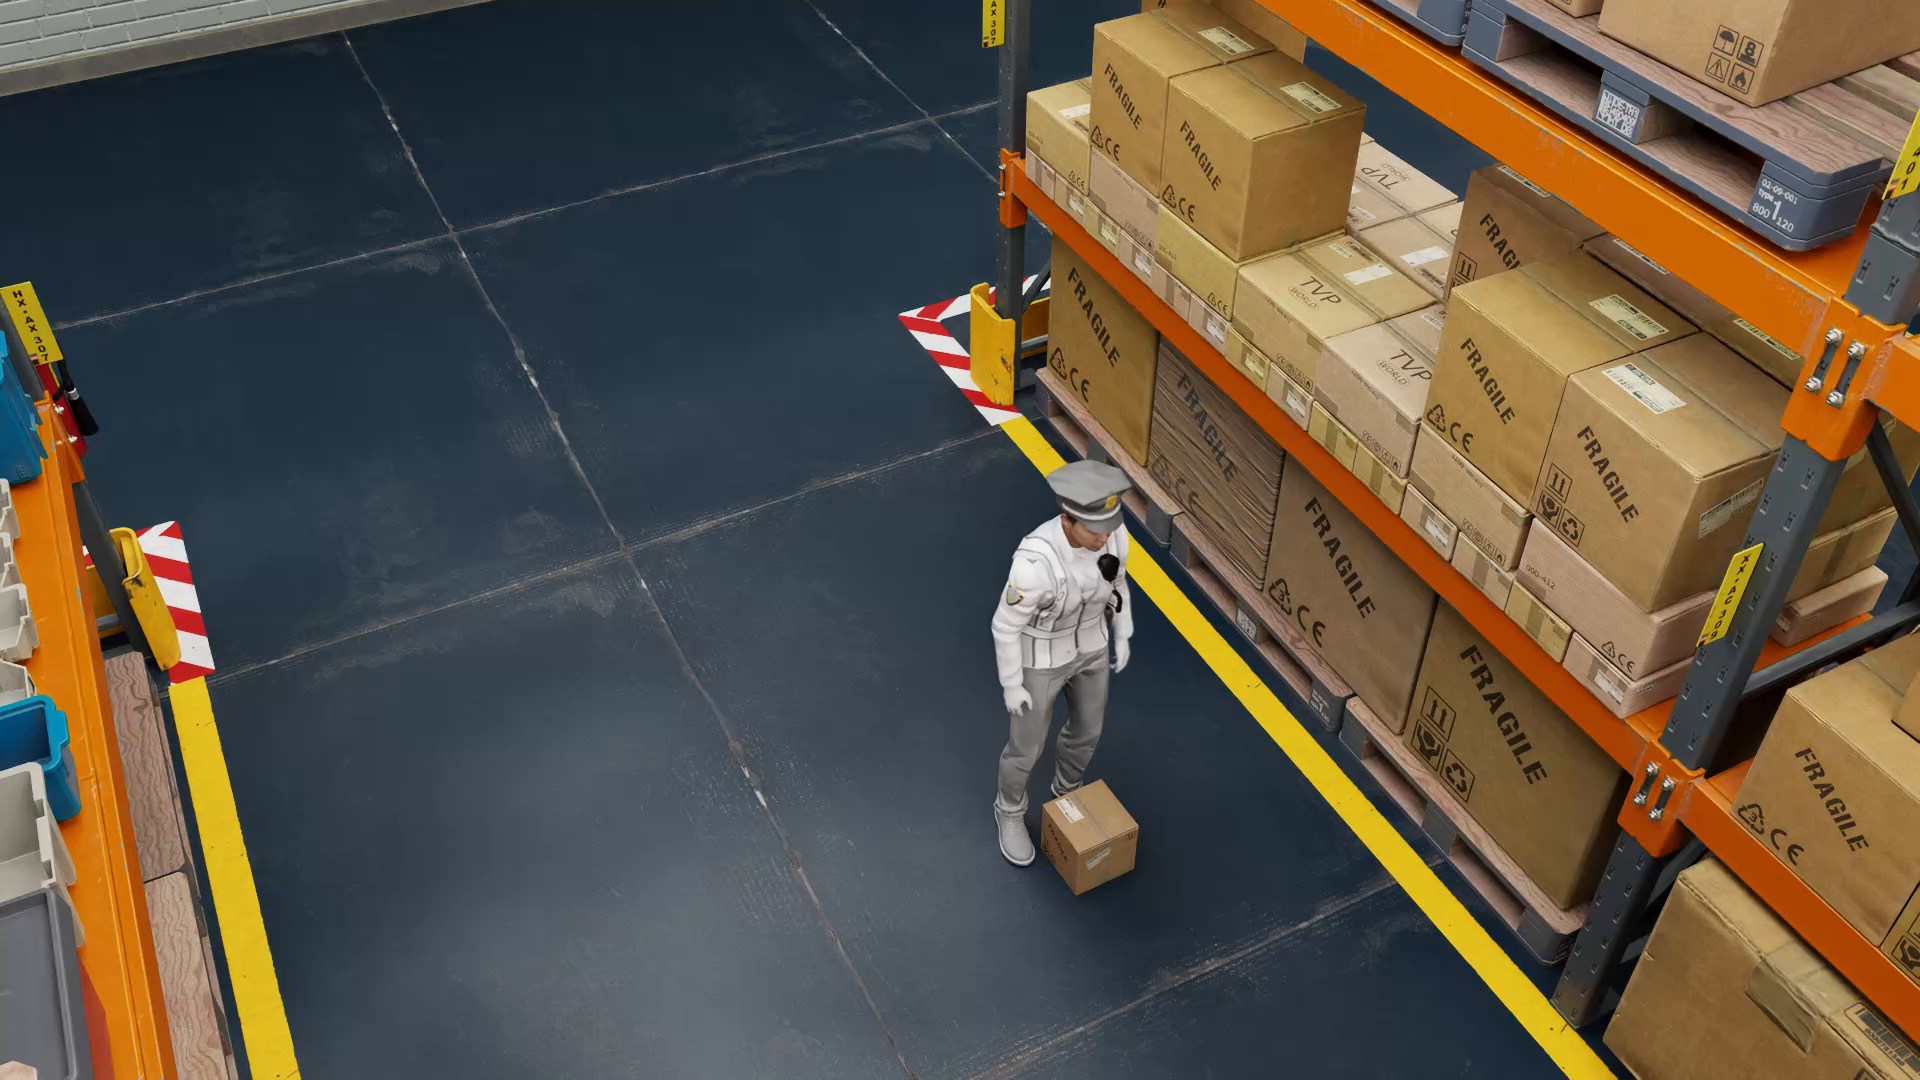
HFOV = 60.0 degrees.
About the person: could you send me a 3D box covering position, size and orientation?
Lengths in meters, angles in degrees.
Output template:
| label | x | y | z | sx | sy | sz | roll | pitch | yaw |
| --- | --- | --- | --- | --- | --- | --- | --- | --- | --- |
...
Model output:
| label | x | y | z | sx | sy | sz | roll | pitch | yaw |
| --- | --- | --- | --- | --- | --- | --- | --- | --- | --- |
| person | 0.352 | 0.403 | 5.698 | 0.540 | 1.667 | 0.370 | -21 | 46 | -22 |
